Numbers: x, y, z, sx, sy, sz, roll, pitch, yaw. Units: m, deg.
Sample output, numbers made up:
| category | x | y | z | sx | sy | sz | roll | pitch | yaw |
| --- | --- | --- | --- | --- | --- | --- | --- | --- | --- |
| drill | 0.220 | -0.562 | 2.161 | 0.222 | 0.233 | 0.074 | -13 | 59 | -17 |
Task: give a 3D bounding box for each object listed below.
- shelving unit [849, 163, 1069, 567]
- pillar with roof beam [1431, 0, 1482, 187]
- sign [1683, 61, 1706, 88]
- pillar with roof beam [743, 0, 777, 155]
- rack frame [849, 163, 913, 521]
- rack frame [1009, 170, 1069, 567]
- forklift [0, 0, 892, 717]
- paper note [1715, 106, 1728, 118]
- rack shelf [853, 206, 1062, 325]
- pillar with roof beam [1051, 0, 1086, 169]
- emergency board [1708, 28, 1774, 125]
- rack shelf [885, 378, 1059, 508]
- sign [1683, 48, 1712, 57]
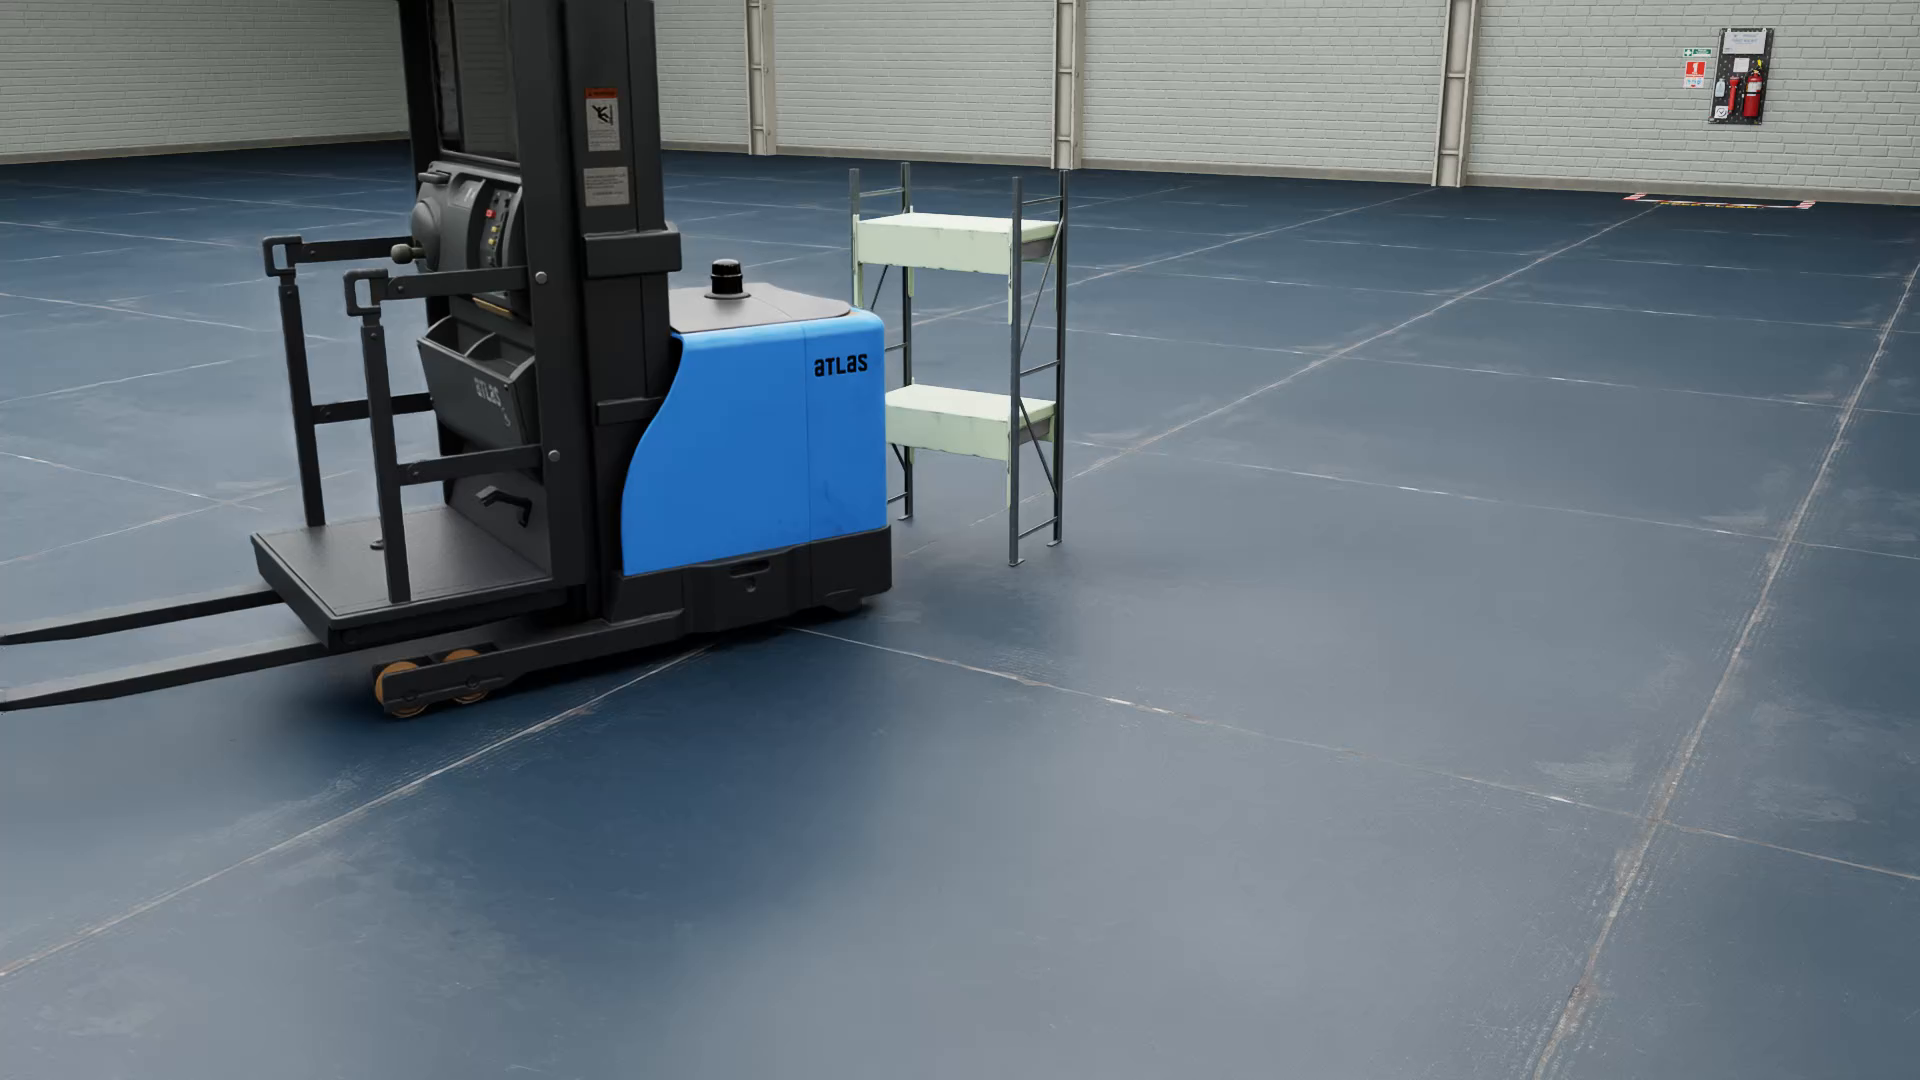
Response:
| category | x | y | z | sx | sy | sz | roll | pitch | yaw |
| --- | --- | --- | --- | --- | --- | --- | --- | --- | --- |
| shelving unit | -0.006 | -0.719 | 6.667 | 0.755 | 1.500 | 0.431 | 10 | 20 | 30 |
| pillar with roof beam | 4.528 | -8.157 | 18.251 | 0.400 | 9.000 | 9.100 | 10 | 20 | 30 |
| sign | 9.391 | -5.952 | 21.253 | 0.234 | 0.329 | 0.001 | 10 | 20 | 30 |
| pillar with roof beam | -5.698 | -9.982 | 24.260 | 0.400 | 9.000 | 9.100 | 10 | 20 | 30 |
| rack frame | -0.318 | -0.774 | 6.850 | 0.023 | 1.500 | 0.400 | 10 | 20 | 30 |
| rack frame | 0.306 | -0.663 | 6.483 | 0.023 | 1.500 | 0.400 | 10 | 20 | 30 |
| forklift | -1.754 | -1.034 | 5.242 | 3.031 | 2.935 | 1.130 | -11 | 20 | -33 |
| paper note | 9.693 | -5.448 | 21.170 | 0.142 | 0.148 | 0.016 | 10 | 20 | 30 |
| rack shelf | -0.006 | -1.092 | 6.553 | 0.720 | 0.370 | 0.431 | 10 | 20 | 30 |
| pillar with roof beam | -0.585 | -9.069 | 21.255 | 0.400 | 9.000 | 9.100 | 10 | 20 | 30 |
| emergency board | 9.808 | -5.825 | 20.897 | 0.643 | 1.169 | 0.194 | 10 | 20 | 30 |
| rack shelf | -0.006 | -0.407 | 6.761 | 0.720 | 0.370 | 0.431 | 10 | 20 | 30 |
| sign | 9.390 | -6.202 | 21.166 | 0.331 | 0.109 | 0.001 | 10 | 20 | 30 |
